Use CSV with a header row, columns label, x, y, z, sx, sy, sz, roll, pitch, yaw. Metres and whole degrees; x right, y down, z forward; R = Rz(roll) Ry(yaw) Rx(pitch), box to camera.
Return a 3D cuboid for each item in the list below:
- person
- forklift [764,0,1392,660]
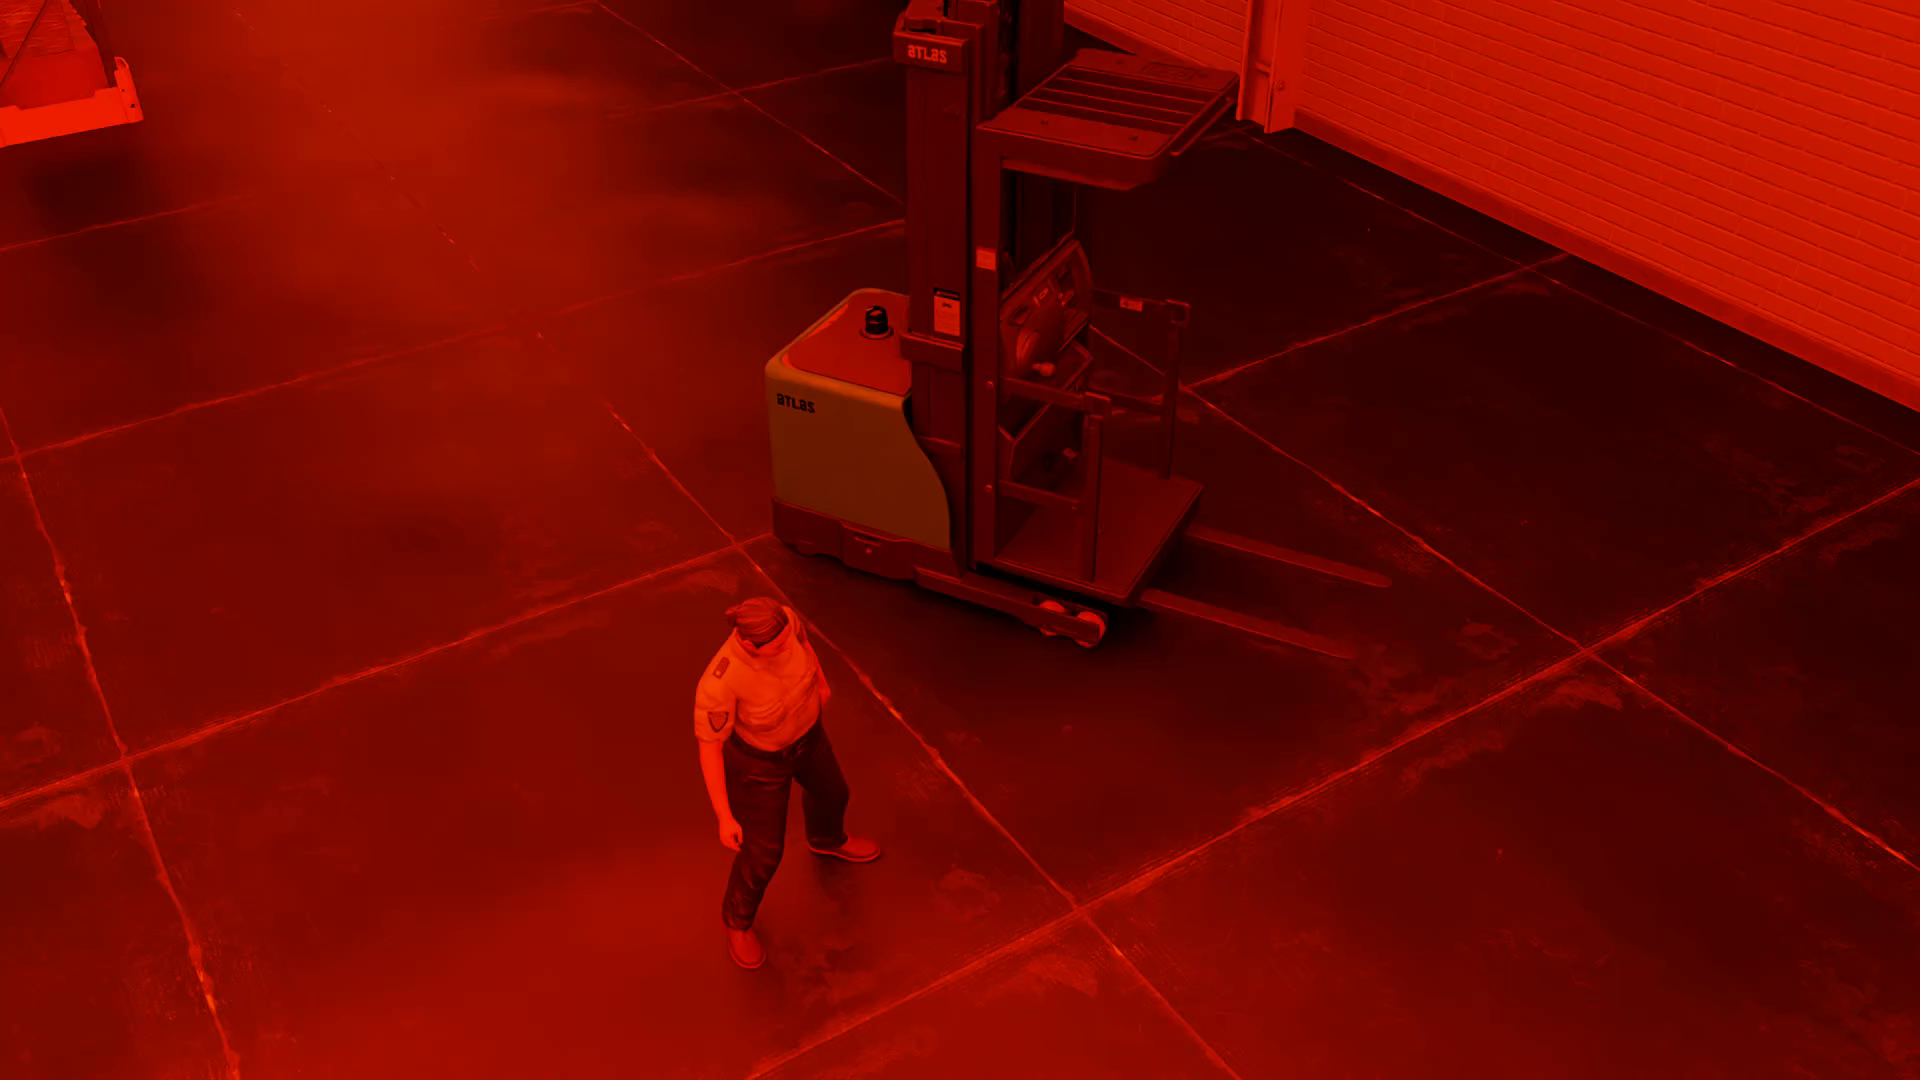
label,x,y,z,sx,sy,sz,roll,pitch,yaw
person,-0.679,0.794,6.191,0.353,1.597,0.867,23,41,29
forklift,0.583,-1.039,7.626,3.031,2.935,1.130,16,38,22
